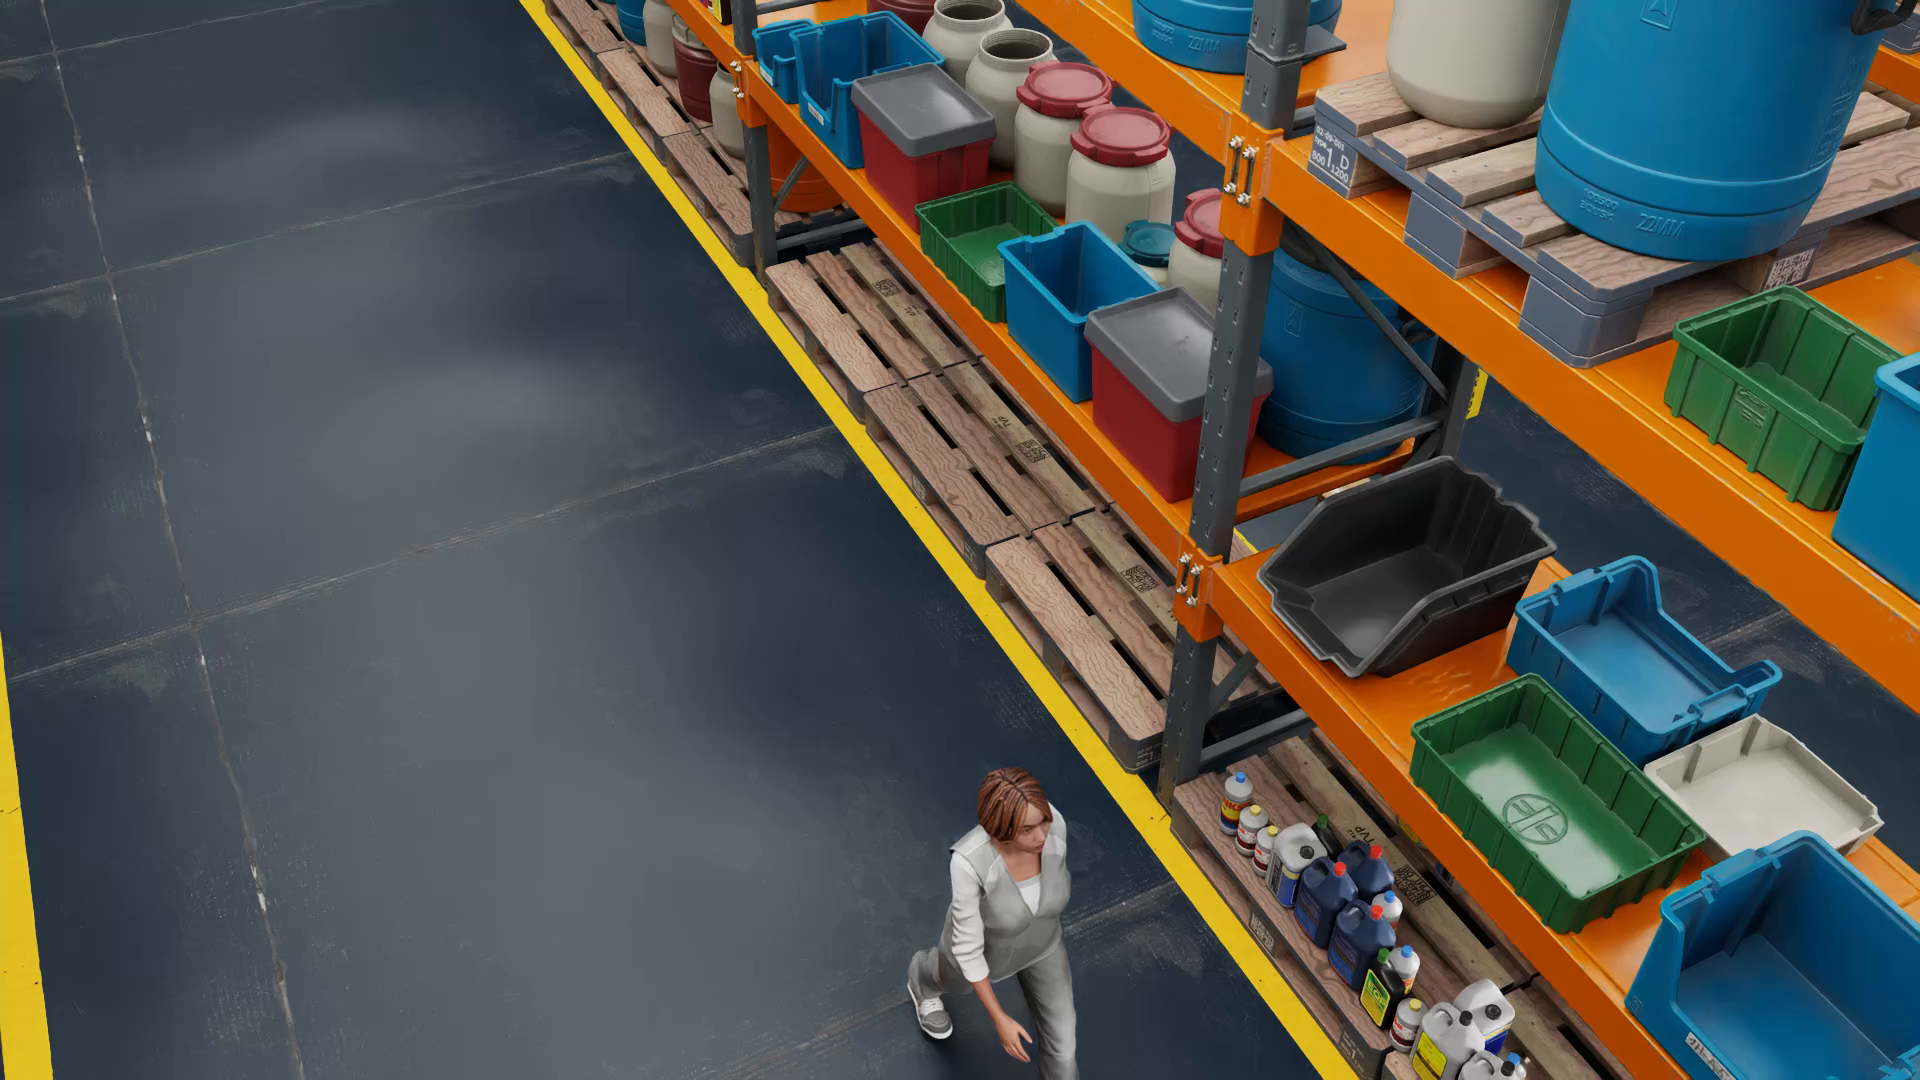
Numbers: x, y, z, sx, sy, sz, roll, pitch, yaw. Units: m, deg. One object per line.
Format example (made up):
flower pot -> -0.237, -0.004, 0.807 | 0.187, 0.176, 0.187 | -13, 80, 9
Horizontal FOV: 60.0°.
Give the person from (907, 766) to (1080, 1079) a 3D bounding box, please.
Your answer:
person -> 0.143, 1.181, 4.848 | 0.434, 1.527, 0.956 | -16, 44, -17
